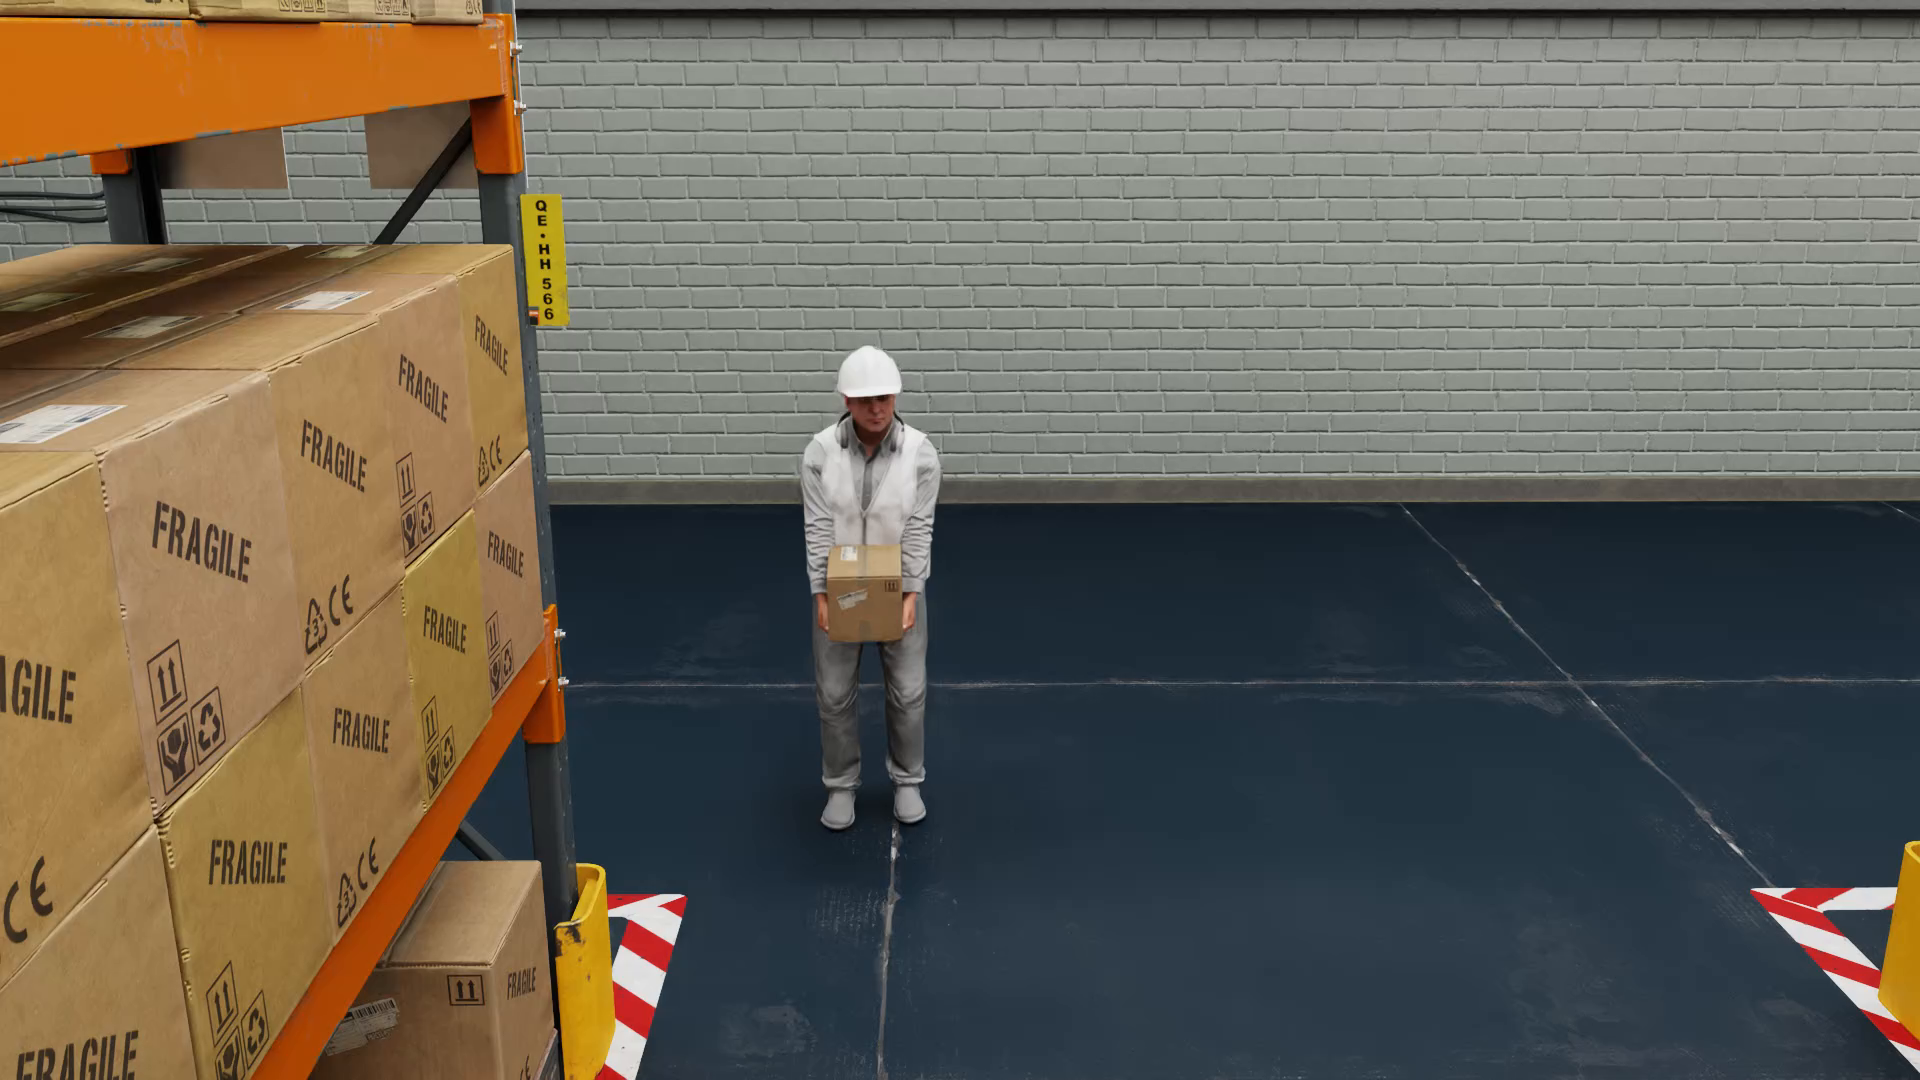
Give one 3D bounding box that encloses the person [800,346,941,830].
[{"bbox_3d":[-0.312,0.182,5.931,0.489,1.763,0.571,-1,17,-2],"label":"person"}]
